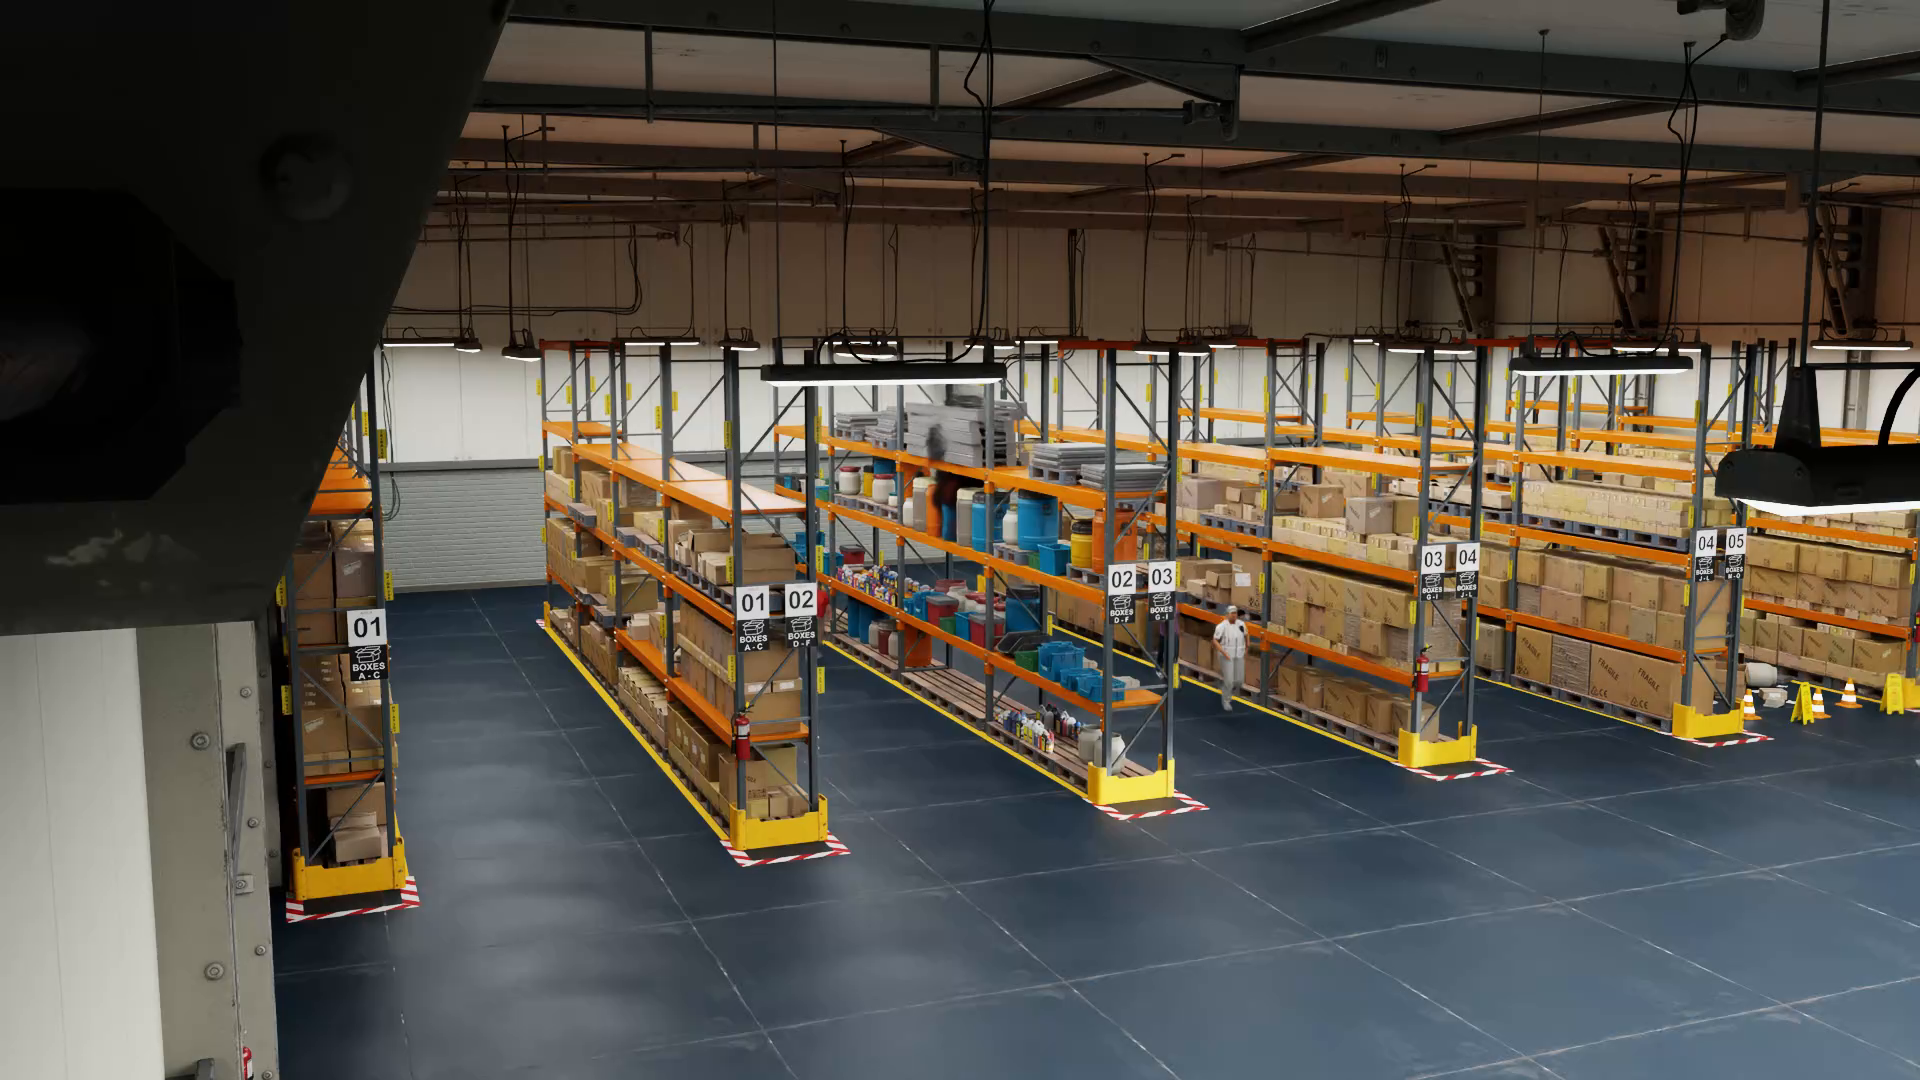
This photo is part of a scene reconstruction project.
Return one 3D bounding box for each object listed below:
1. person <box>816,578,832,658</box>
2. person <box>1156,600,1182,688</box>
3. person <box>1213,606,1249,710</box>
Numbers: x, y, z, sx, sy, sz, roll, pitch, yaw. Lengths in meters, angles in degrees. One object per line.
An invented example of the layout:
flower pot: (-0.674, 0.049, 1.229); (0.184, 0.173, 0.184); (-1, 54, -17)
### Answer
person: (-2.704, 1.474, 30.585); (0.646, 1.609, 0.955); (-3, 8, -24)
person: (3.507, 1.624, 27.965); (0.521, 1.665, 0.707); (-3, 8, -19)
person: (4.276, 1.836, 26.249); (0.634, 1.652, 0.621); (-2, 8, -13)
